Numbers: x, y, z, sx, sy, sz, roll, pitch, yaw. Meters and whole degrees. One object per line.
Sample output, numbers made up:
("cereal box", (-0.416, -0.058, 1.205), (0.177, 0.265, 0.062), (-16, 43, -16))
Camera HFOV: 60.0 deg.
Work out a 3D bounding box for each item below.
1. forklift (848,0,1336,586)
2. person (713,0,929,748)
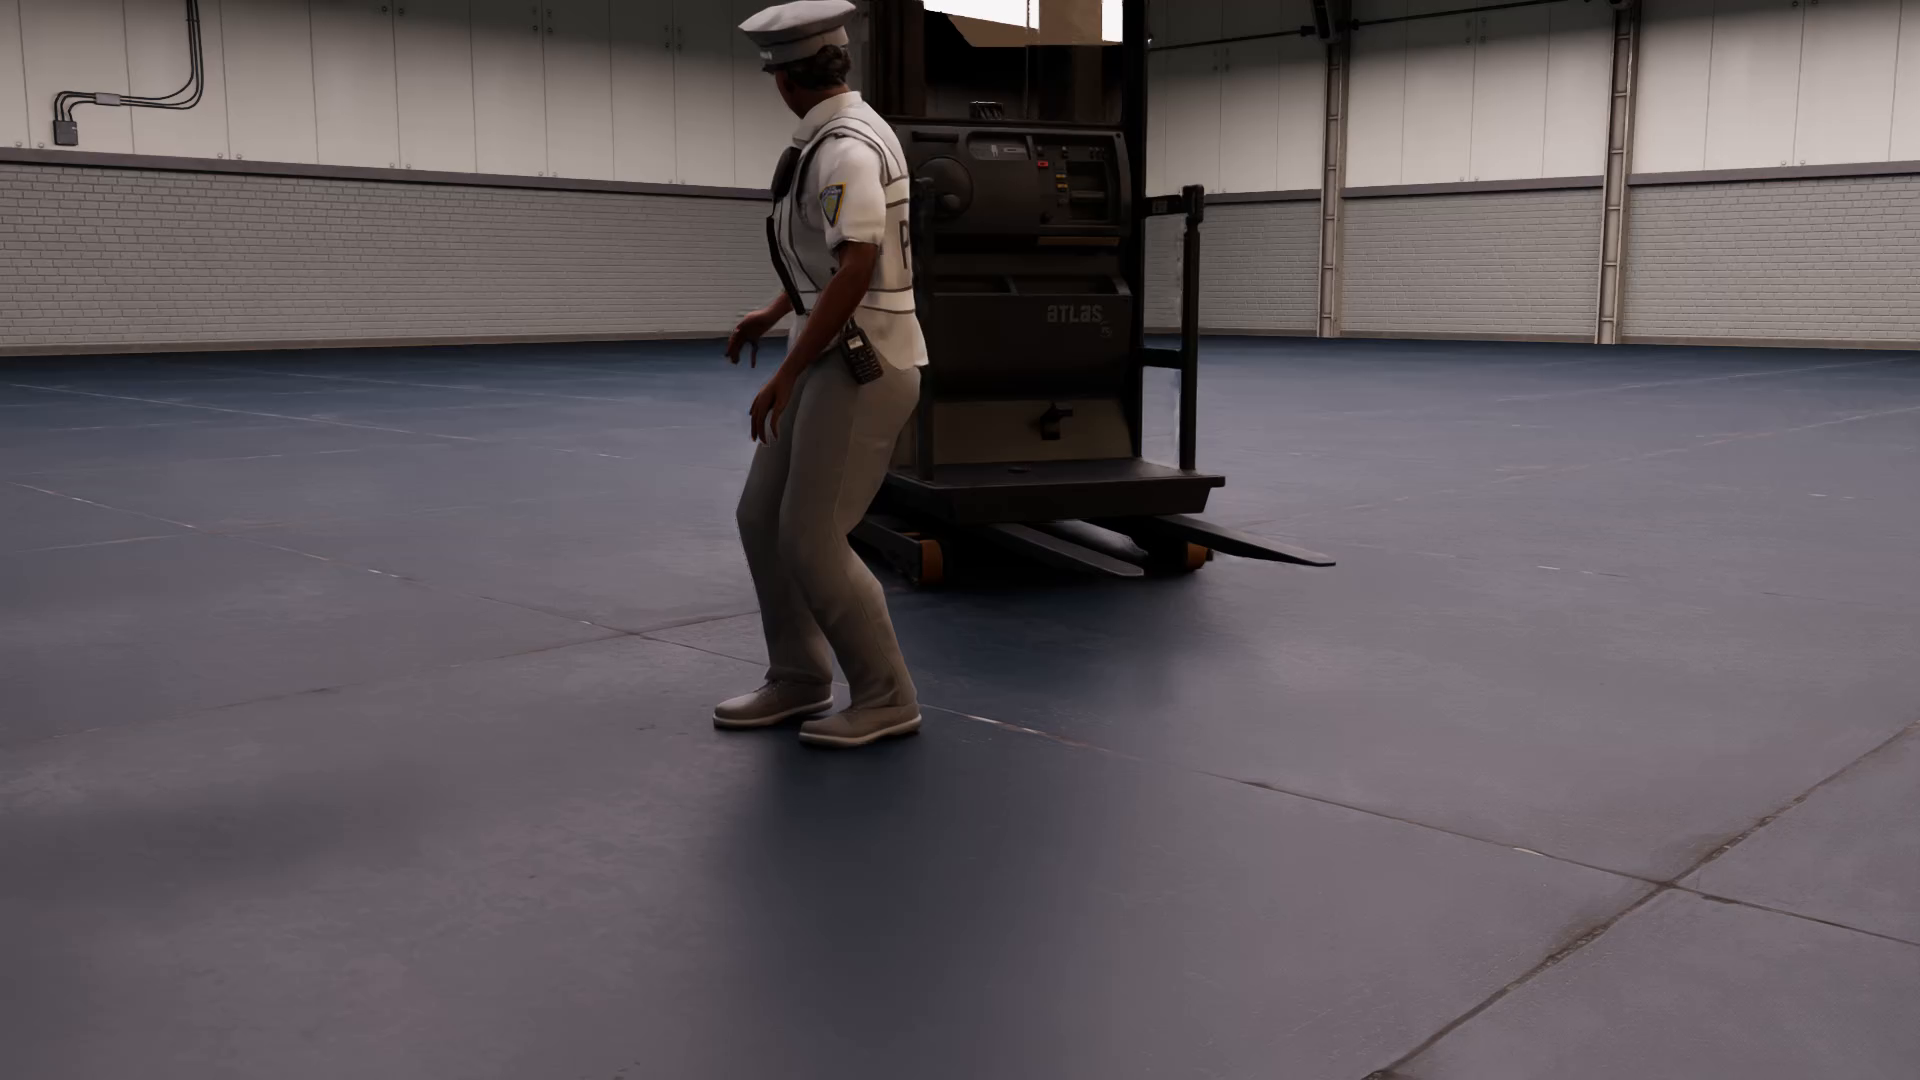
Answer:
("forklift", (0.260, -1.358, 5.892), (1.130, 2.935, 3.031), (-3, 9, -19))
("person", (-0.309, -0.359, 3.690), (0.491, 1.631, 0.662), (-2, 9, -13))
